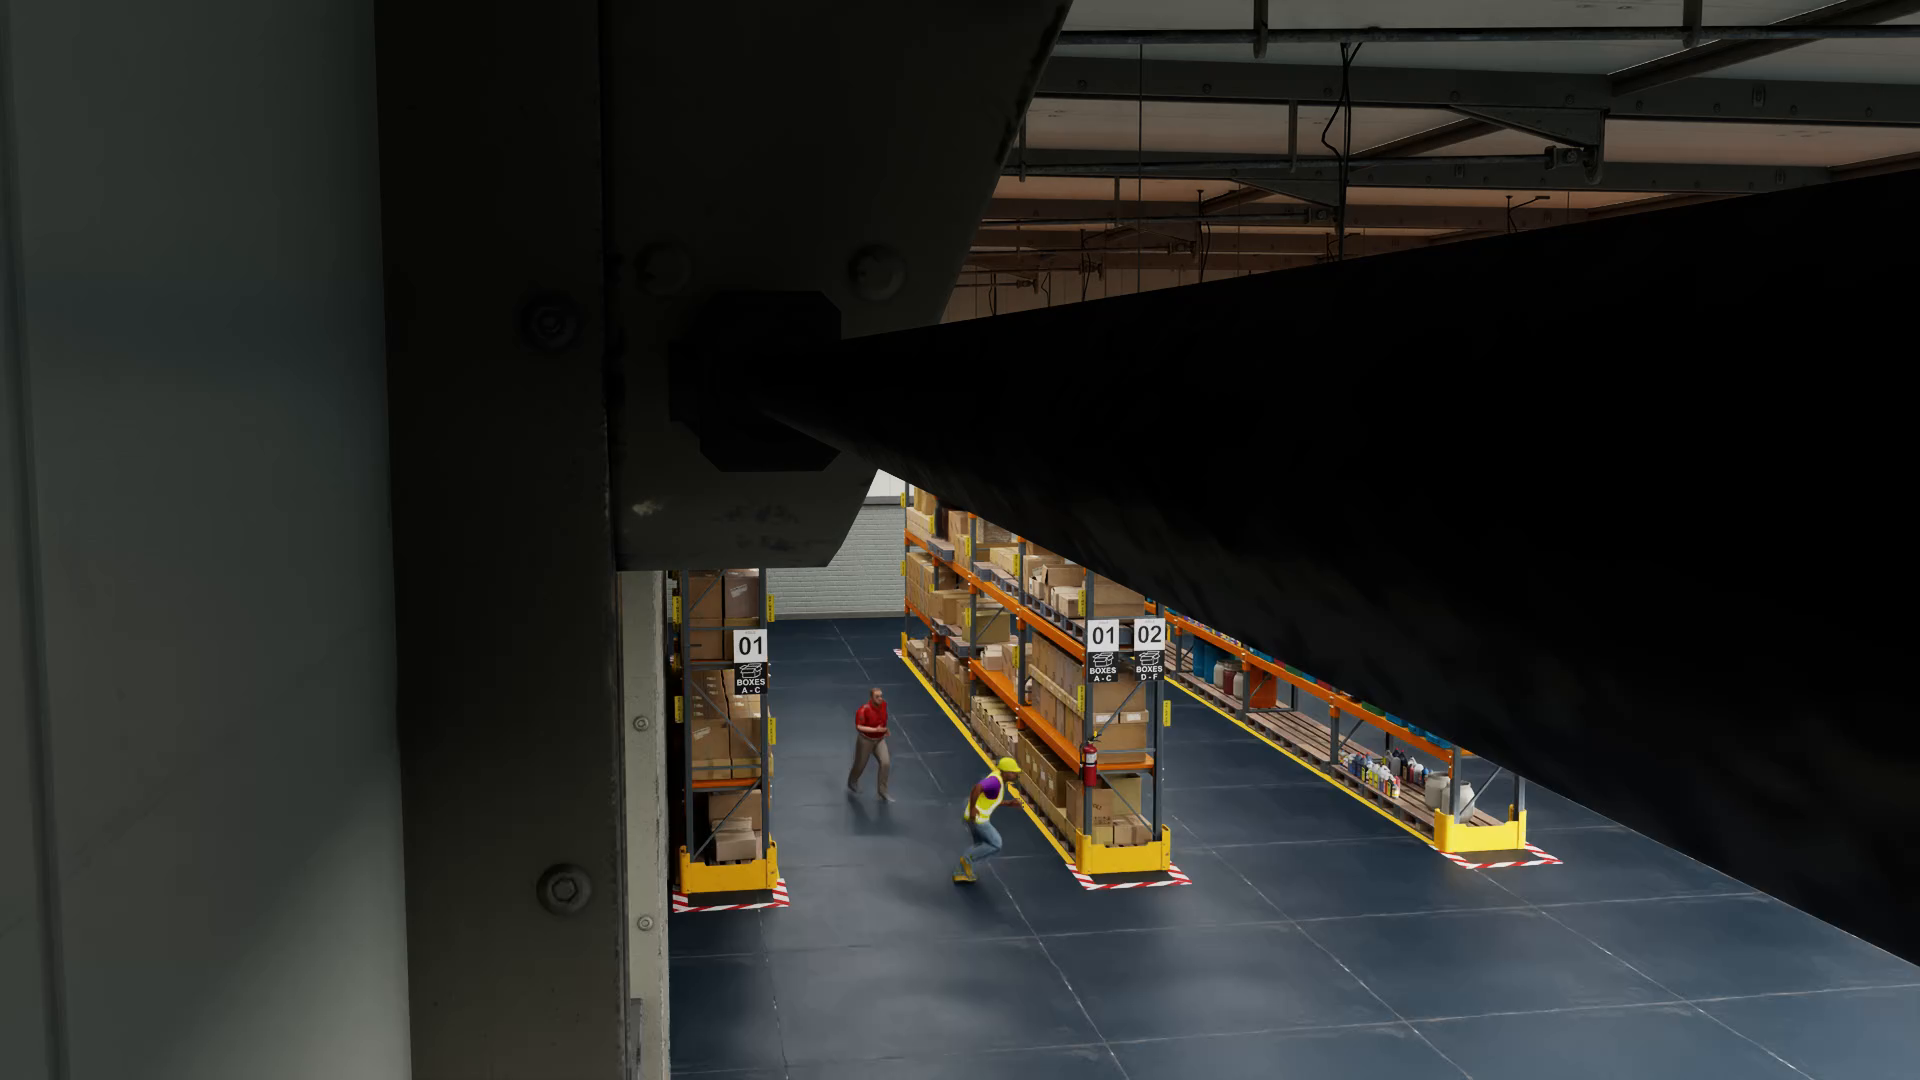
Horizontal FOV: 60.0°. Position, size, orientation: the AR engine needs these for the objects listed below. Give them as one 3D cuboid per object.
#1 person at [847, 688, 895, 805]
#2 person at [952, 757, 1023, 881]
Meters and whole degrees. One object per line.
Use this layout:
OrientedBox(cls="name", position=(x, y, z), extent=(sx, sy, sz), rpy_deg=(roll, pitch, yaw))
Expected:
OrientedBox(cls="person", position=(-1.304, 2.974, 24.331), extent=(0.674, 1.709, 0.999), rpy_deg=(-4, 7, -35))
OrientedBox(cls="person", position=(0.325, 3.436, 20.324), extent=(0.861, 1.577, 0.738), rpy_deg=(1, 6, 8))
